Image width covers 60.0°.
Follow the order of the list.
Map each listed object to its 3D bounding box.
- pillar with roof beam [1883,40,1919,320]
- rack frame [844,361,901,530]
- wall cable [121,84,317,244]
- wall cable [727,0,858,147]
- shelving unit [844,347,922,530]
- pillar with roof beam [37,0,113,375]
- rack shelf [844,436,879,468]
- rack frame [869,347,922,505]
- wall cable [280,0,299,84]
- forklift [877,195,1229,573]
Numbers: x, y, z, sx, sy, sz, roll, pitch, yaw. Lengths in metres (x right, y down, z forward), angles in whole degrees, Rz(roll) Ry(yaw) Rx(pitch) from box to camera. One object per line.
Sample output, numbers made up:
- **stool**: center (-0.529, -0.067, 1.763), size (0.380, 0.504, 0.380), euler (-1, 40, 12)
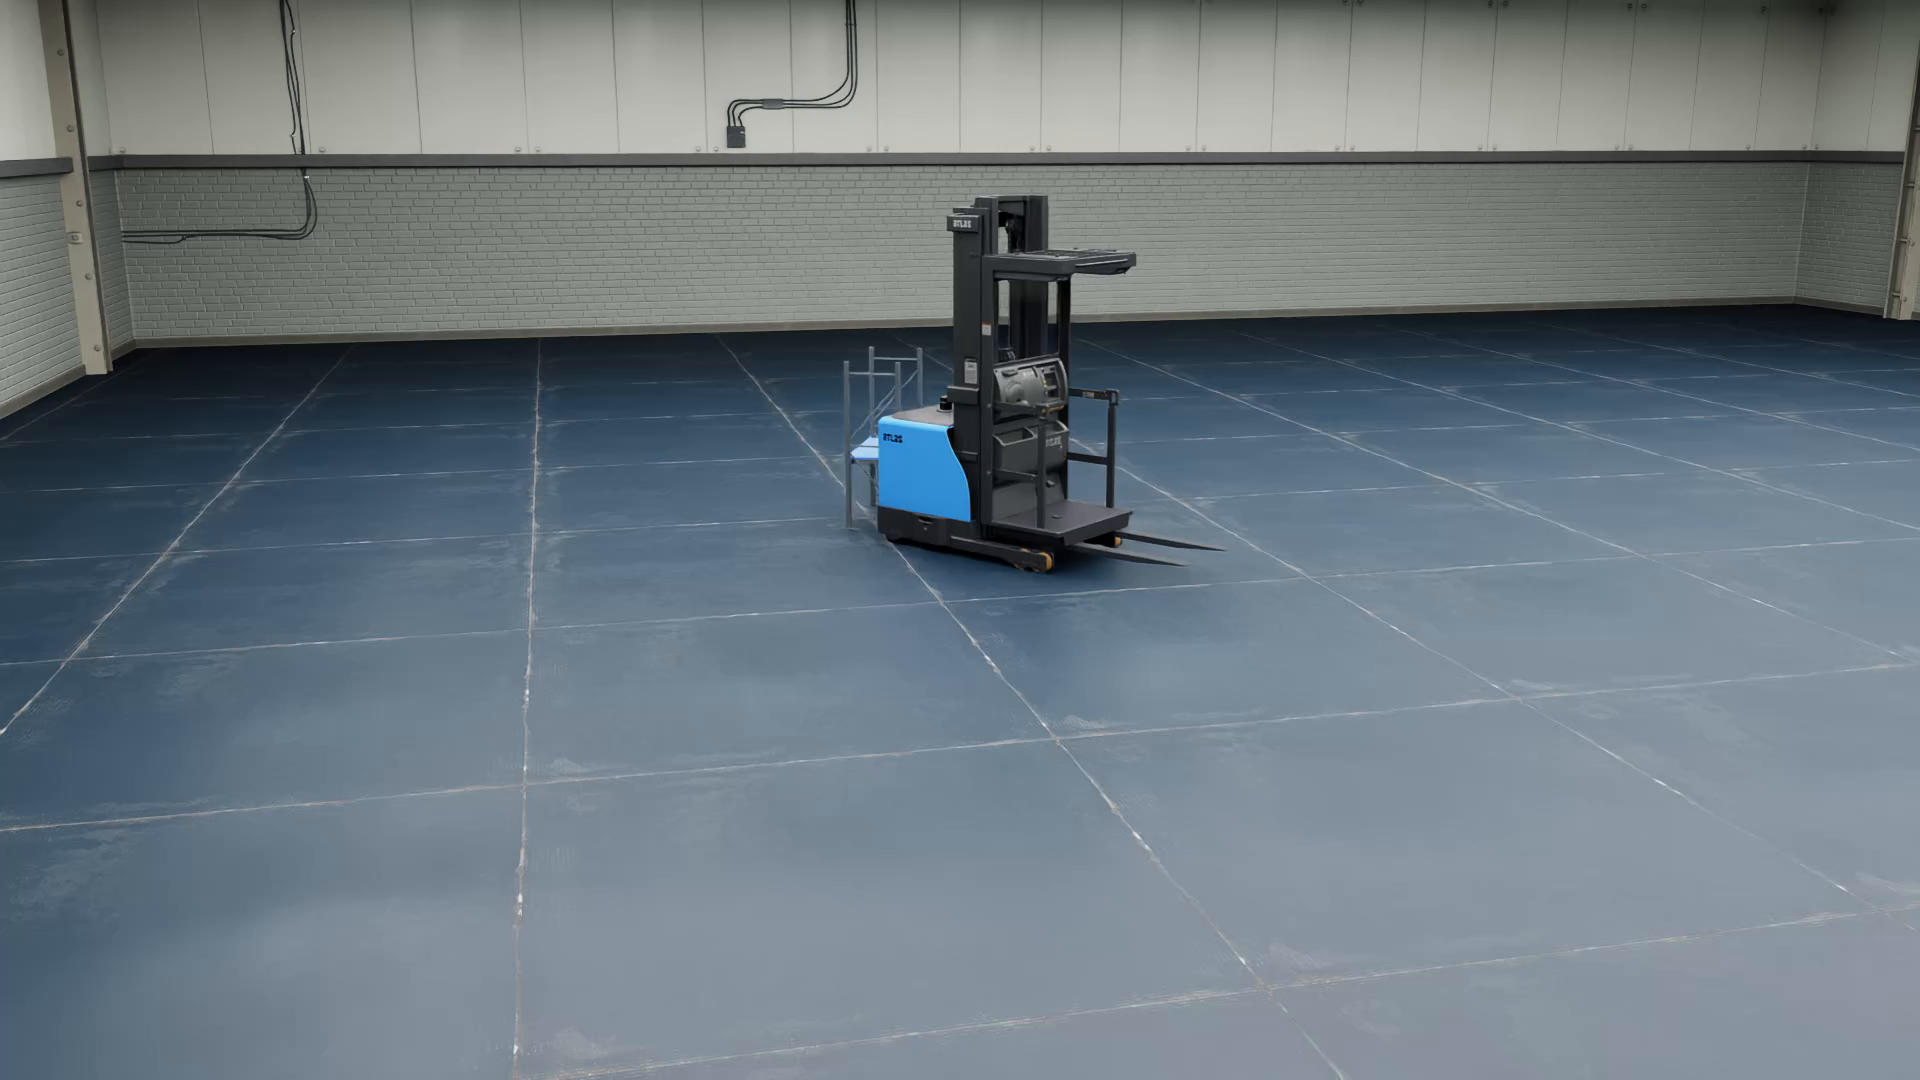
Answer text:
- **pillar with roof beam**: center (13.712, -8.362, 29.691), size (9.100, 9.000, 0.400), euler (-3, 14, -13)
- **rack frame**: center (-0.764, -0.818, 14.617), size (0.500, 1.500, 0.032), euler (2, 14, 9)
- **wall cable**: center (-12.129, -6.091, 26.939), size (3.097, 2.526, 0.112), euler (-3, 14, -13)
- **wall cable**: center (-2.897, -9.777, 28.318), size (2.305, 6.003, 0.169), euler (-3, 14, -13)
- **shelving unit**: center (-0.682, -0.938, 15.104), size (0.538, 1.500, 1.048), euler (2, 14, 9)
- **pillar with roof beam**: center (-8.538, -7.086, 24.469), size (9.100, 9.000, 0.400), euler (-3, 14, -13)
- **rack shelf**: center (-0.682, -0.763, 15.147), size (0.538, 0.185, 1.000), euler (2, 14, 9)
- **rack frame**: center (-0.599, -1.057, 15.592), size (0.500, 1.500, 0.032), euler (2, 14, 9)
- **wall cable**: center (-9.499, -8.695, 26.957), size (3.097, 2.526, 0.112), euler (-3, 14, -13)
- **forklift**: center (0.751, -1.300, 13.571), size (3.031, 2.935, 1.130), euler (11, 17, 37)
